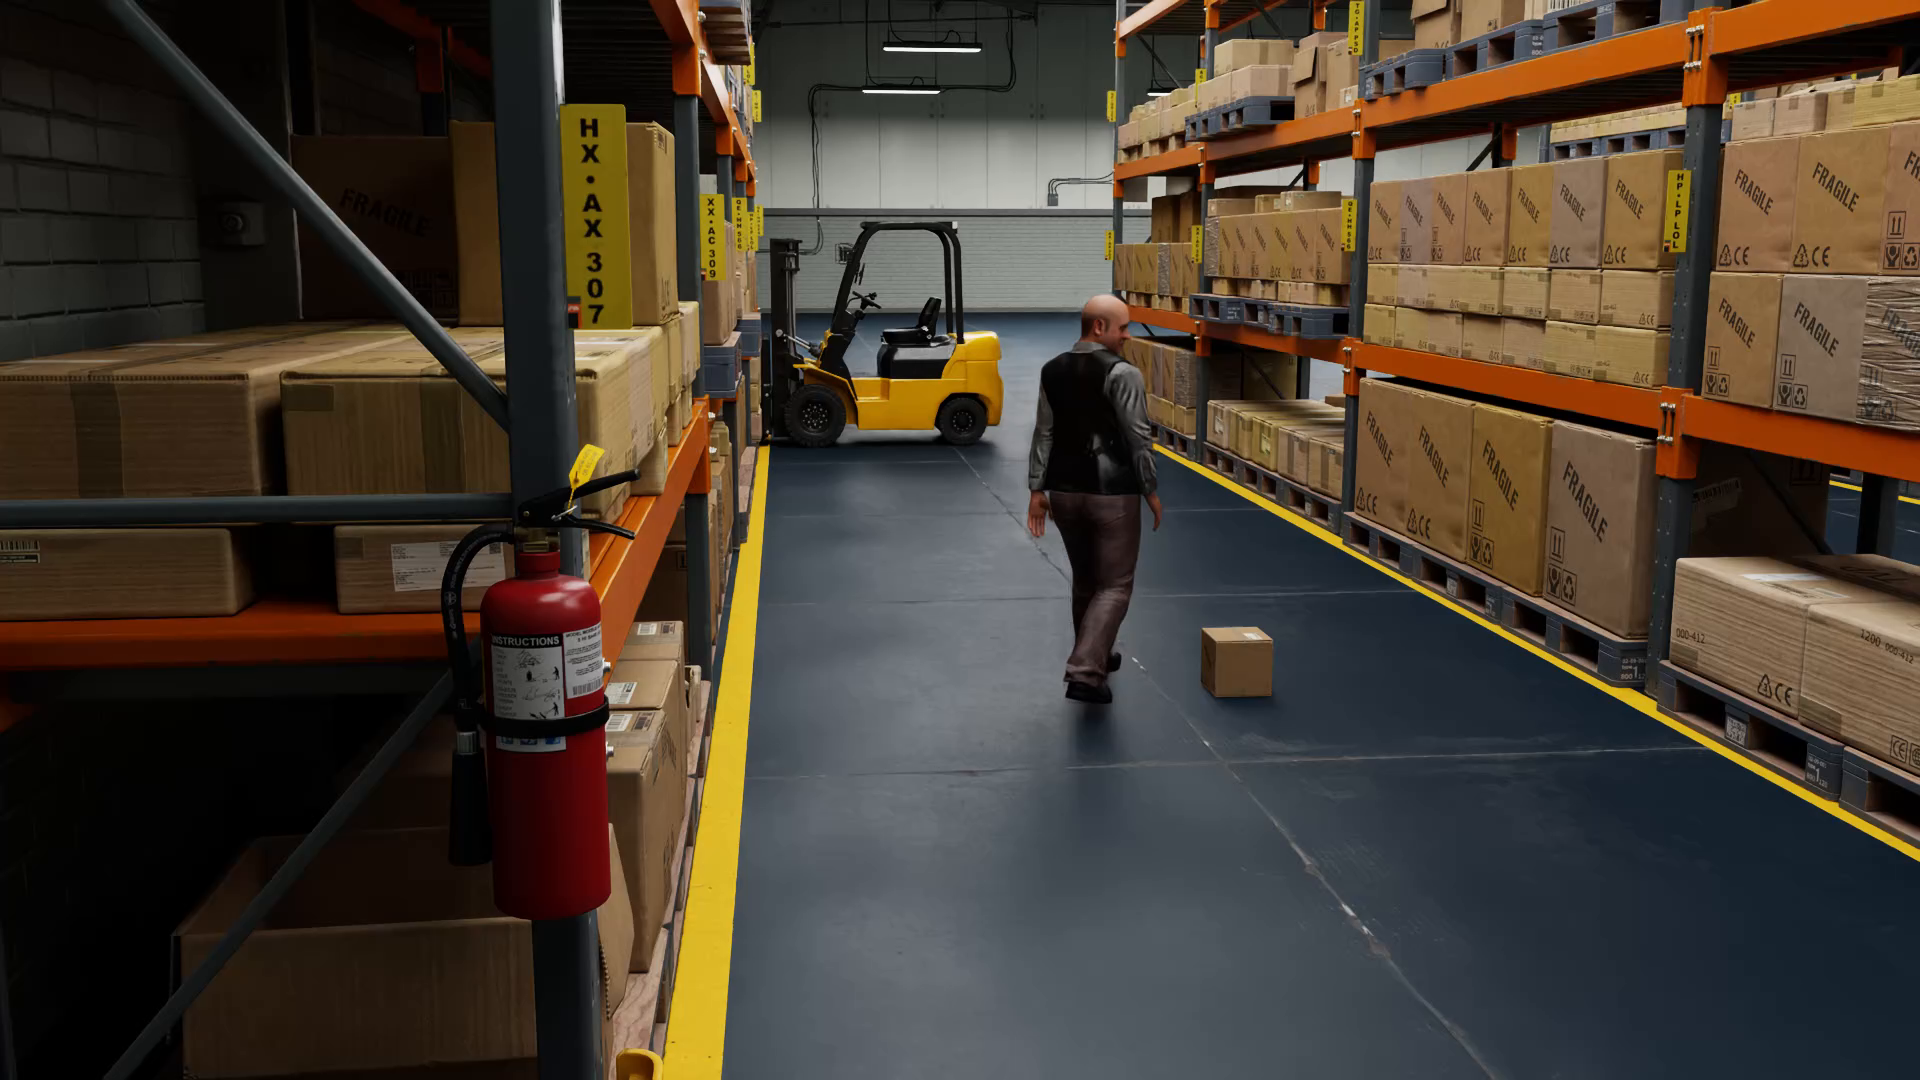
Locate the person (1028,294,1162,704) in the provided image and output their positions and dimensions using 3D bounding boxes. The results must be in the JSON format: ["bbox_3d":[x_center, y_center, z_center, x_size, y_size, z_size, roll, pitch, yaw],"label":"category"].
[{"bbox_3d":[0.589,-0.172,6.962,0.561,1.698,0.846,8,13,40],"label":"person"}]
